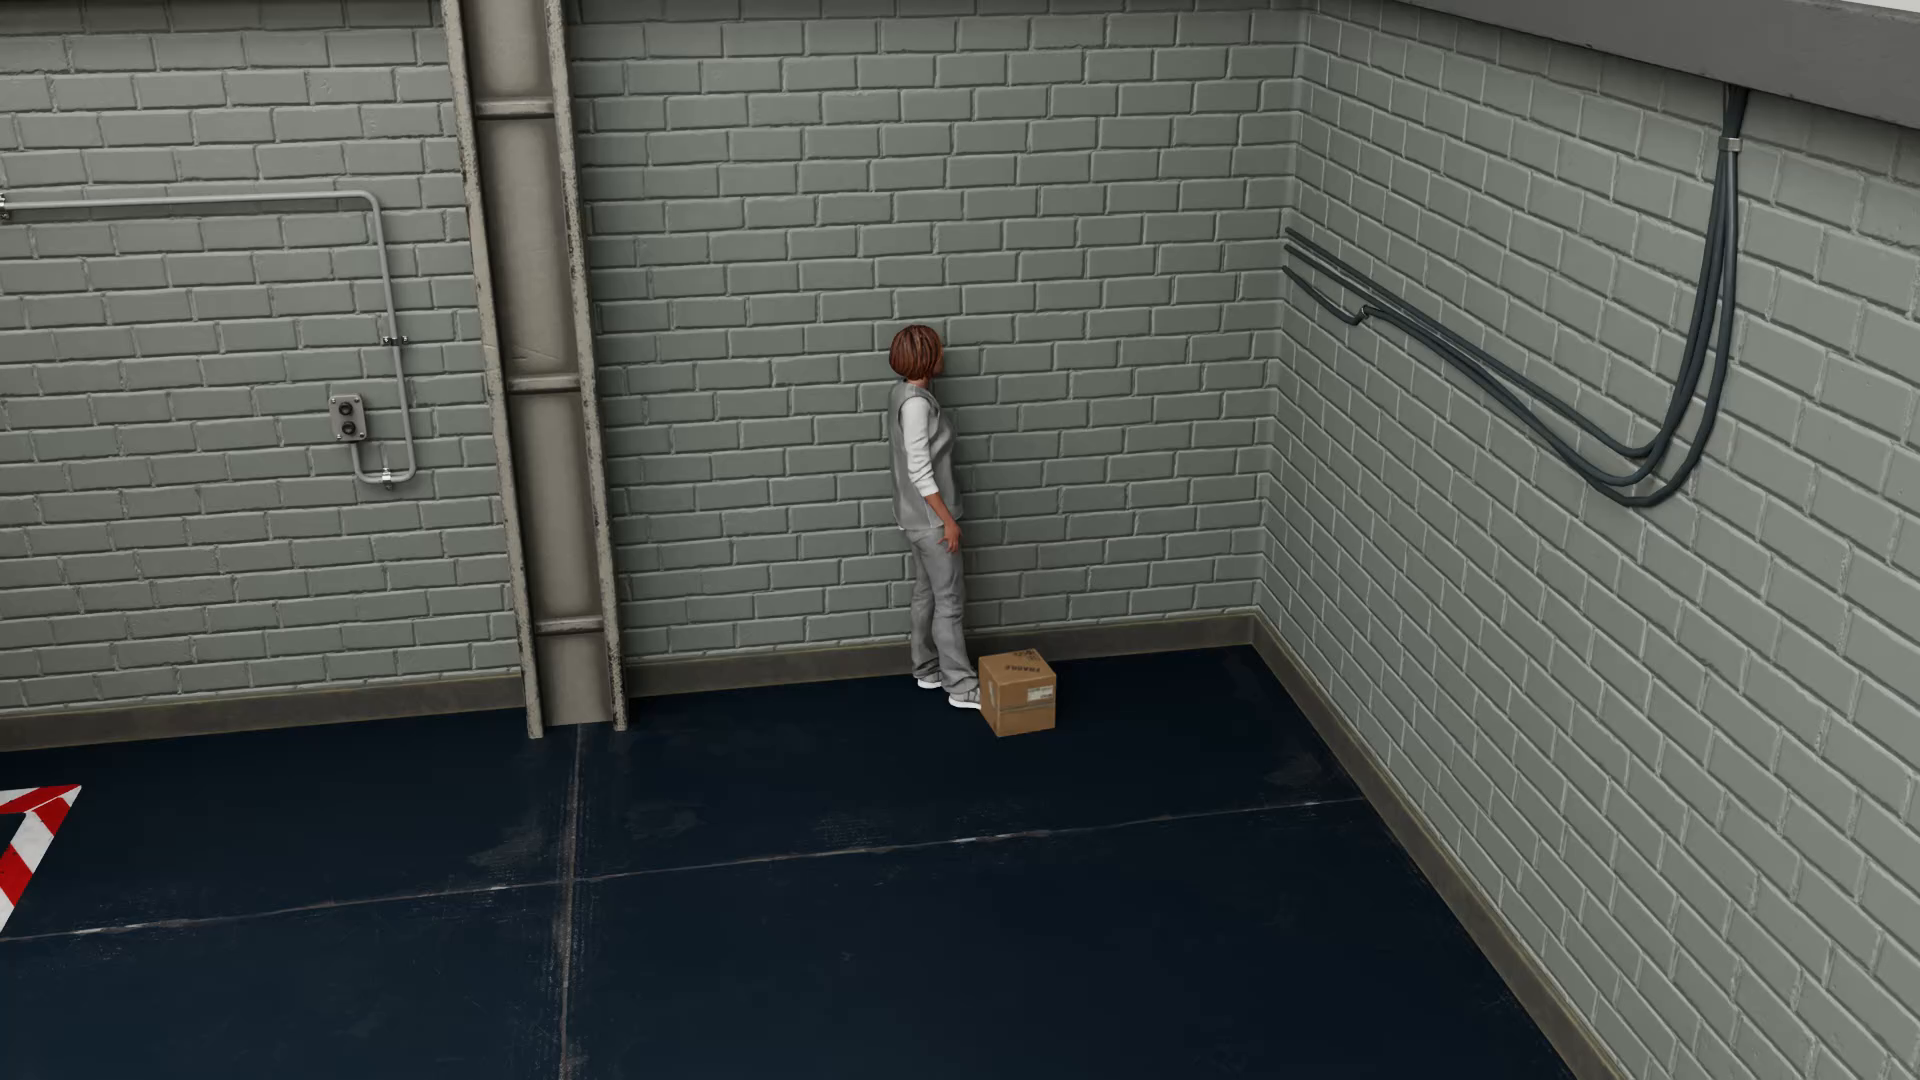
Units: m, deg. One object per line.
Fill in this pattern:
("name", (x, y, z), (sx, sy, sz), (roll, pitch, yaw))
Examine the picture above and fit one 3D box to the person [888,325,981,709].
("person", (-0.051, -0.103, 6.823), (0.475, 1.596, 0.520), (-4, 24, -10))
